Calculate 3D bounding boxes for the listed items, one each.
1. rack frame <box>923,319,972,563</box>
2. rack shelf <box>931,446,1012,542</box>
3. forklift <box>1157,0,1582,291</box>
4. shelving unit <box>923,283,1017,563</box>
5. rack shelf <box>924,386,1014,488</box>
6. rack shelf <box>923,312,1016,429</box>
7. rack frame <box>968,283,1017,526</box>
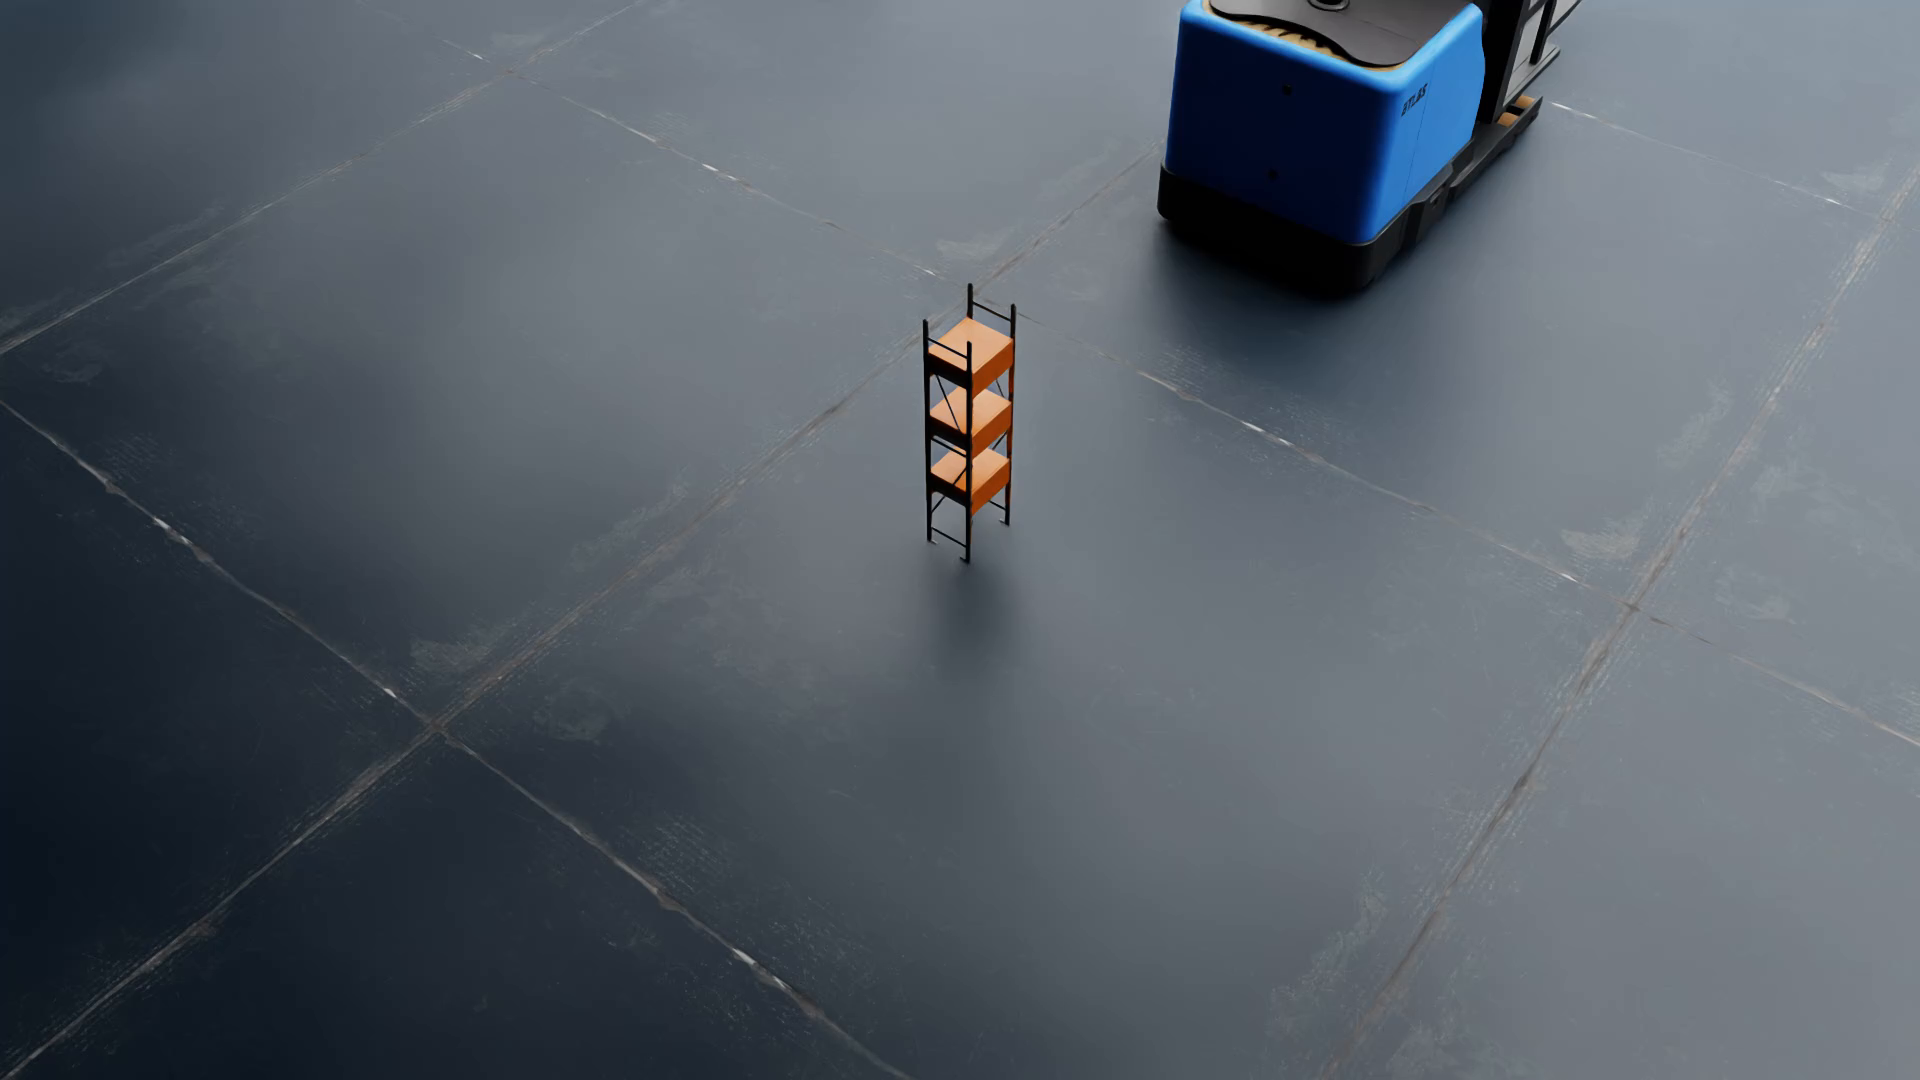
[{"bbox_3d":[-0.042,-0.323,5.833,0.200,1.050,0.008,29,53,25],"label":"rack frame"},{"bbox_3d":[0.033,-0.194,6.108,0.215,0.259,0.240,29,53,25],"label":"rack shelf"},{"bbox_3d":[2.188,-3.107,7.191,1.130,2.935,3.031,29,53,25],"label":"forklift"},{"bbox_3d":[0.033,-0.393,5.900,0.215,1.050,0.252,29,53,25],"label":"shelving unit"},{"bbox_3d":[0.033,-0.386,5.907,0.215,0.259,0.240,29,53,25],"label":"rack shelf"},{"bbox_3d":[0.033,-0.582,5.702,0.215,0.259,0.240,29,53,25],"label":"rack shelf"},{"bbox_3d":[0.107,-0.463,5.966,0.200,1.050,0.008,29,53,25],"label":"rack frame"}]
